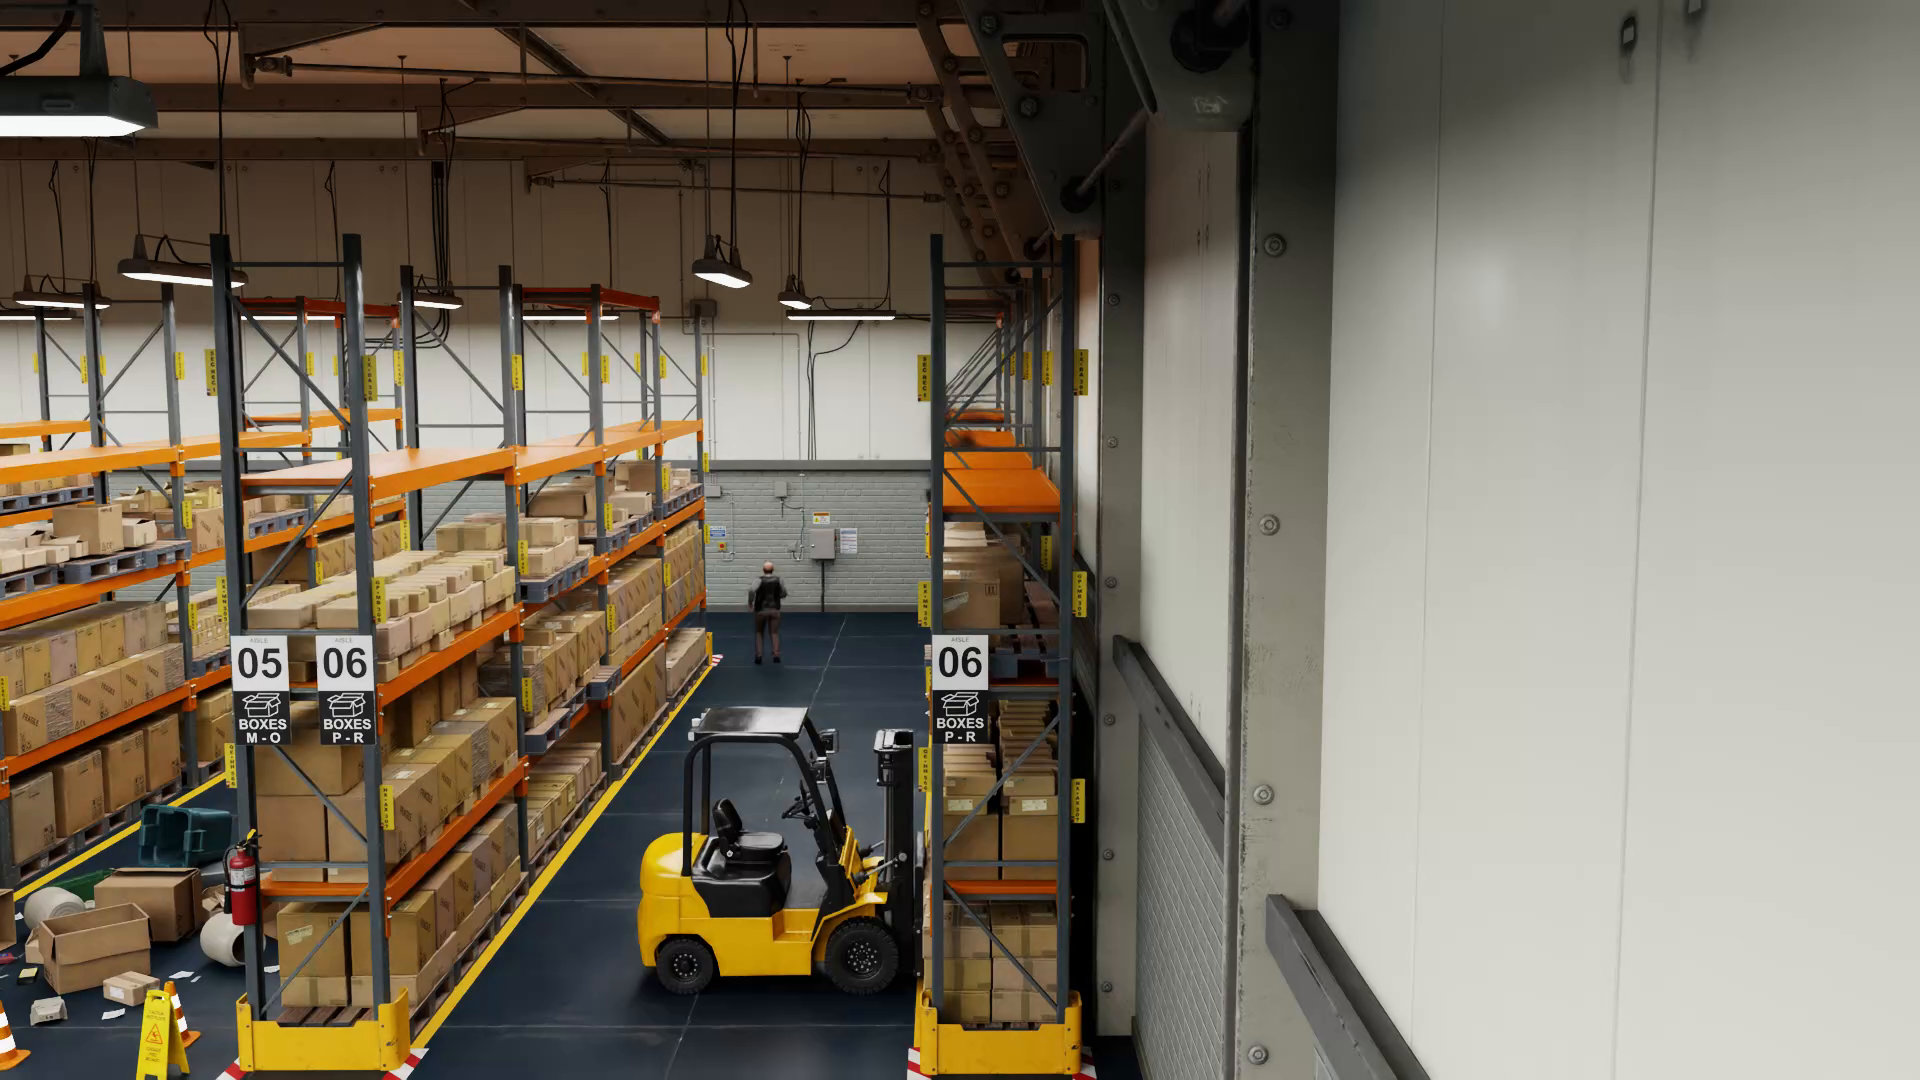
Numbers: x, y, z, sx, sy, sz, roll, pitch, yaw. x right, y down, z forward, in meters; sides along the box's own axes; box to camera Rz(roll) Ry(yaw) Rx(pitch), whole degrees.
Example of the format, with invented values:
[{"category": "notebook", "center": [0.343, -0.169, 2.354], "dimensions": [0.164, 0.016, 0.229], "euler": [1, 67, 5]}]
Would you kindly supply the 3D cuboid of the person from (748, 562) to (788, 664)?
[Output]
[{"category": "person", "center": [-3.199, 1.254, 27.713], "dimensions": [0.686, 1.784, 0.797], "euler": [-2, 7, -16]}]
